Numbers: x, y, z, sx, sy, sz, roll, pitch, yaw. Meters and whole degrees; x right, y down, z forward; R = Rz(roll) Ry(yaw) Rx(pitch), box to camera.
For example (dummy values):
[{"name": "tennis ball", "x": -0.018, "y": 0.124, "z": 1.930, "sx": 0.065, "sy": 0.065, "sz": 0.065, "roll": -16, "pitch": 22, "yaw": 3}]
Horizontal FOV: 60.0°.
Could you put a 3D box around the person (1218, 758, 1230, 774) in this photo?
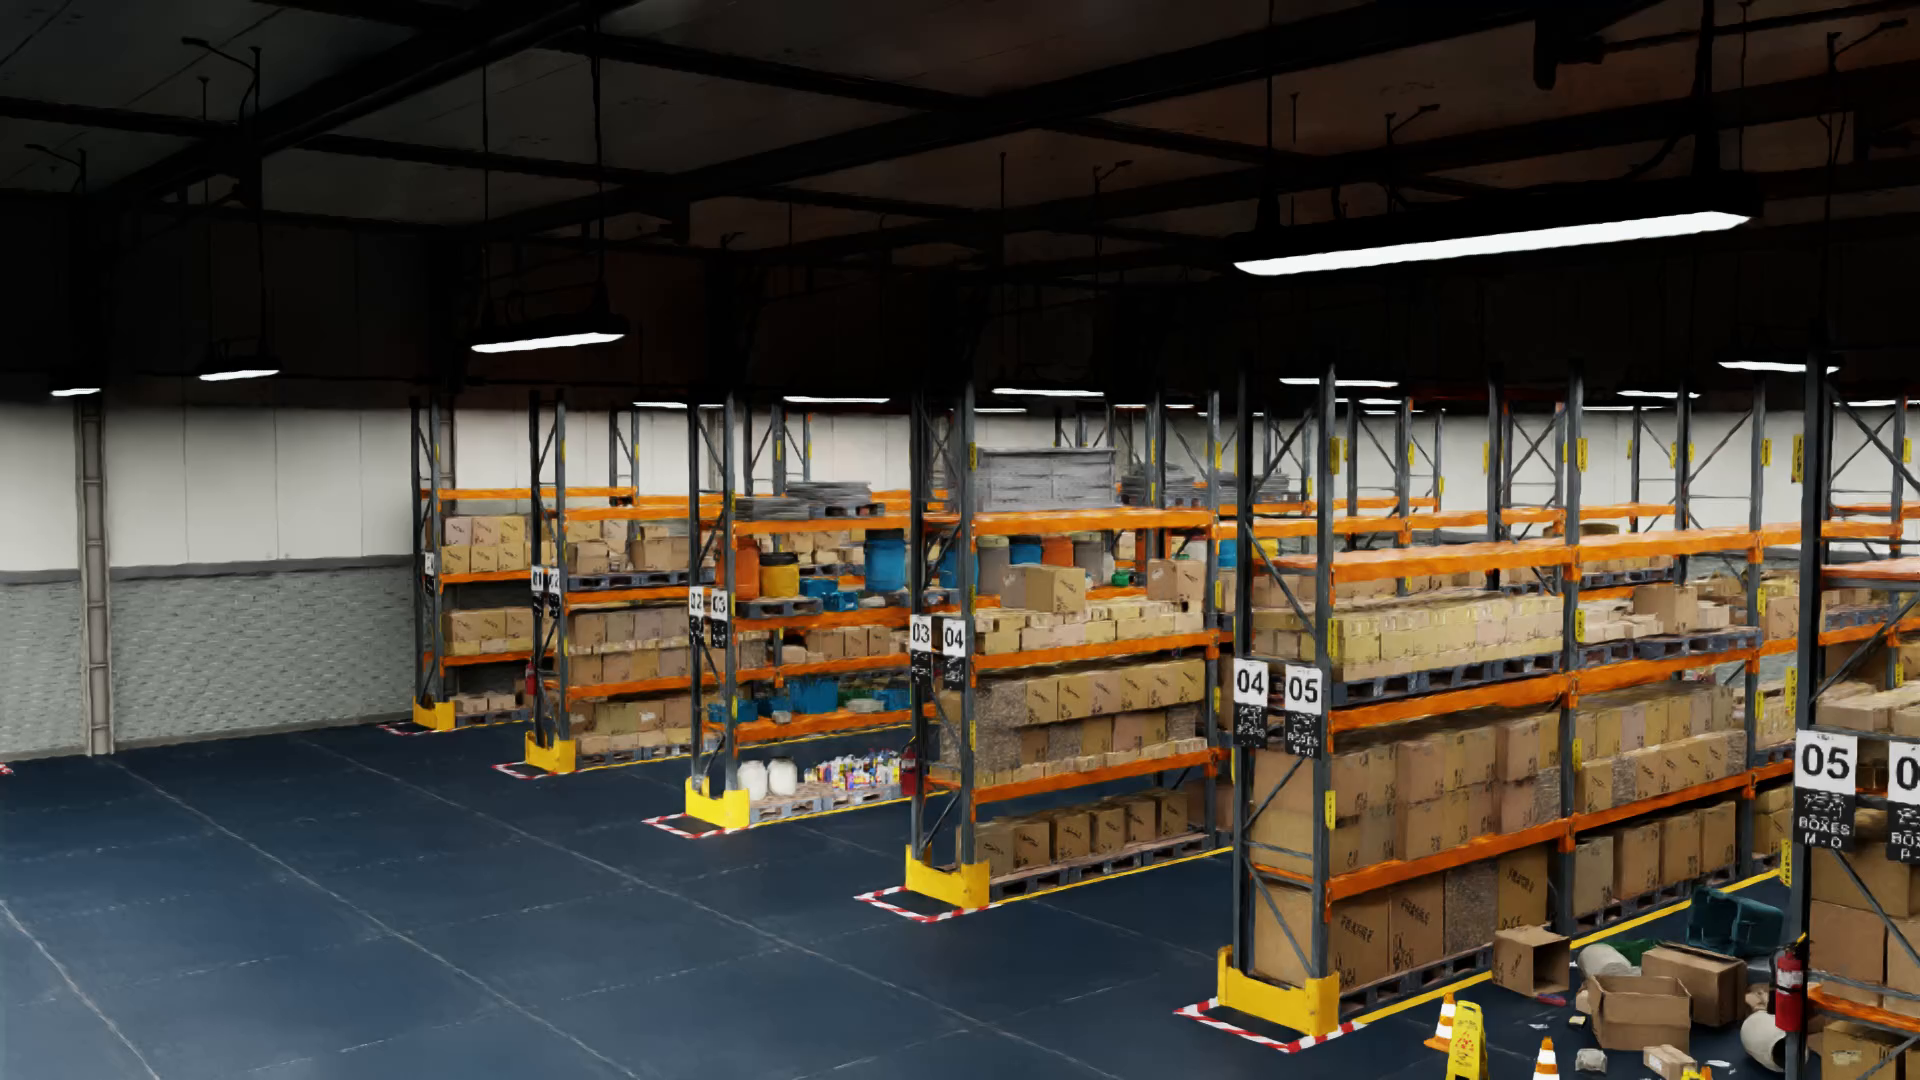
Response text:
[{"name": "person", "x": 3.868, "y": 2.812, "z": 24.521, "sx": 0.515, "sy": 1.785, "sz": 0.638, "roll": 1, "pitch": 4, "yaw": 20}]

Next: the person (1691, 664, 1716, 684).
[{"name": "person", "x": 14.030, "y": 2.506, "z": 31.372, "sx": 1.019, "sy": 1.585, "sz": 0.447, "roll": -2, "pitch": 4, "yaw": -30}]
